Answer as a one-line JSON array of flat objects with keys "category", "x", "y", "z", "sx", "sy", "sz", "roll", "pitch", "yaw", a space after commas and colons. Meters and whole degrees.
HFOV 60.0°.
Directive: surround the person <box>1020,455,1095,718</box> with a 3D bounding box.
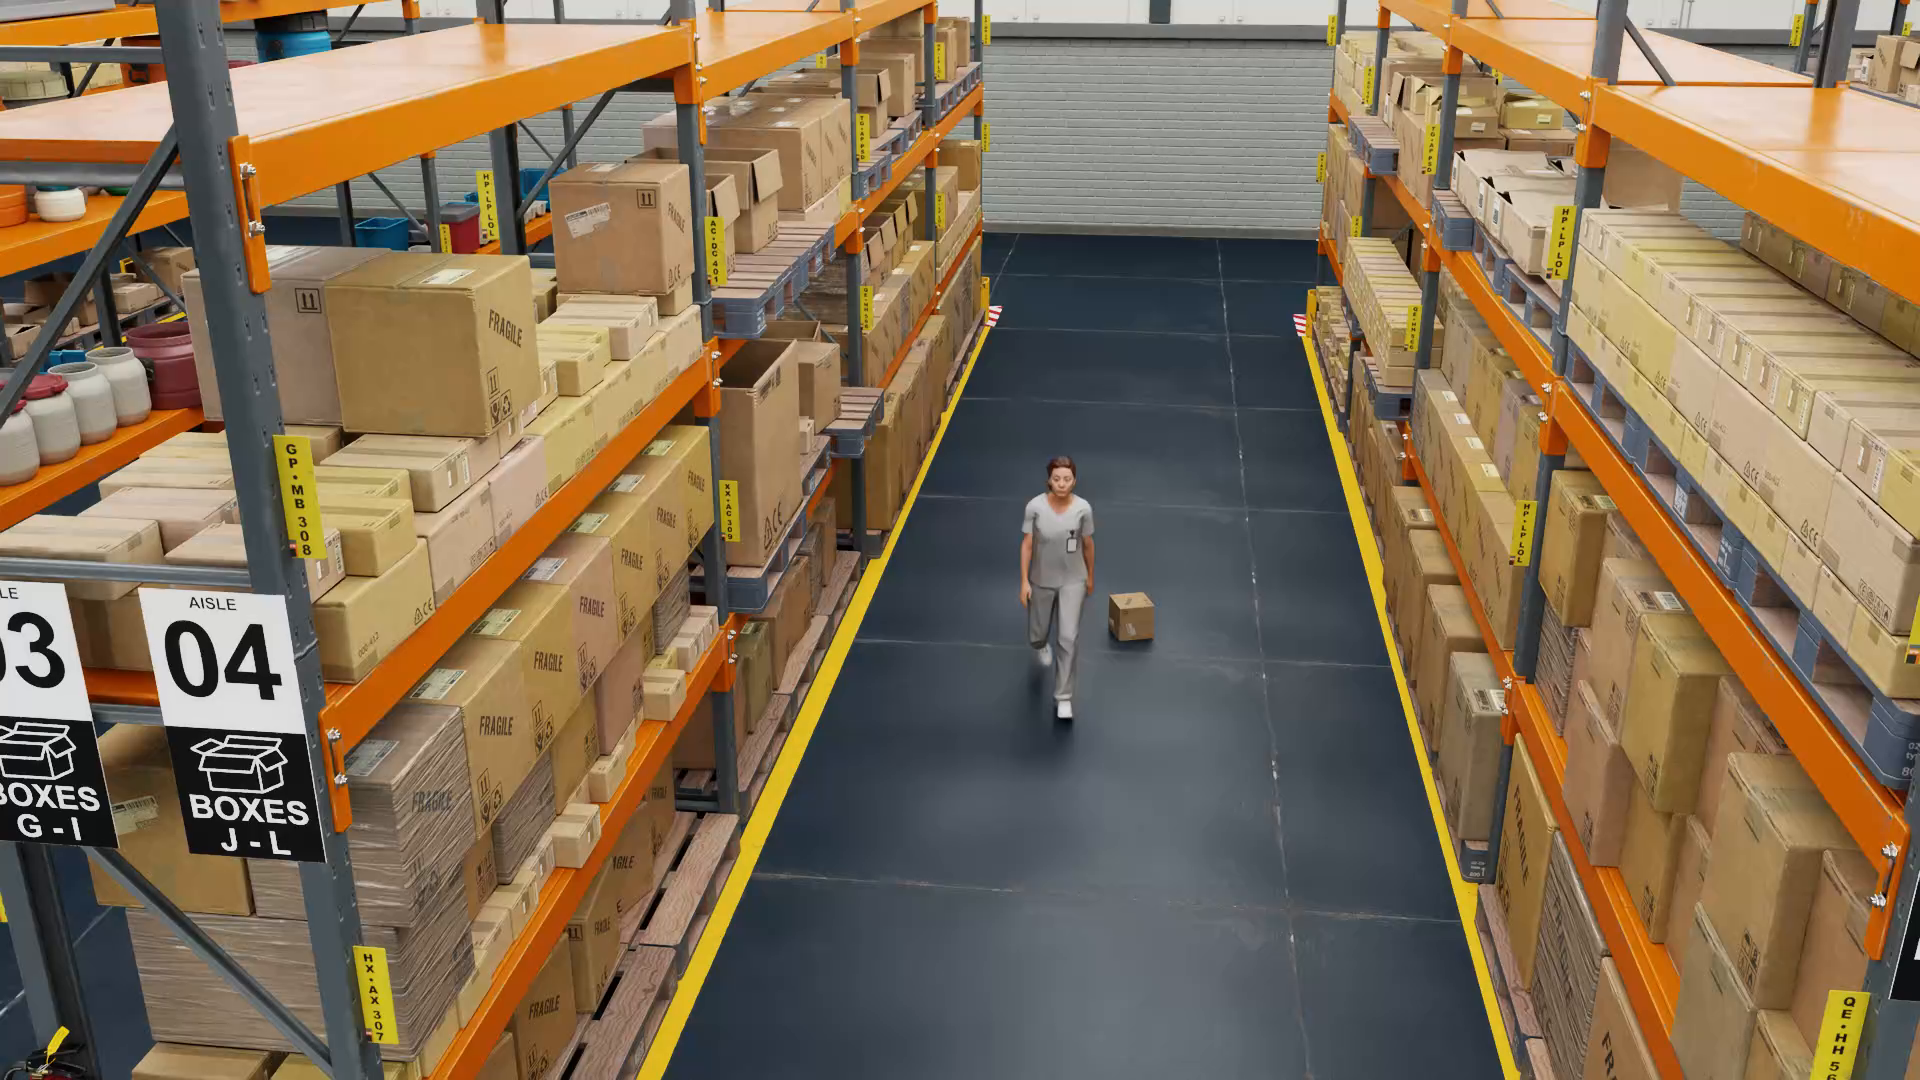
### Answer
[{"category": "person", "x": 0.616, "y": 0.230, "z": 10.487, "sx": 0.461, "sy": 1.638, "sz": 0.814, "roll": 2, "pitch": 21, "yaw": 5}]
